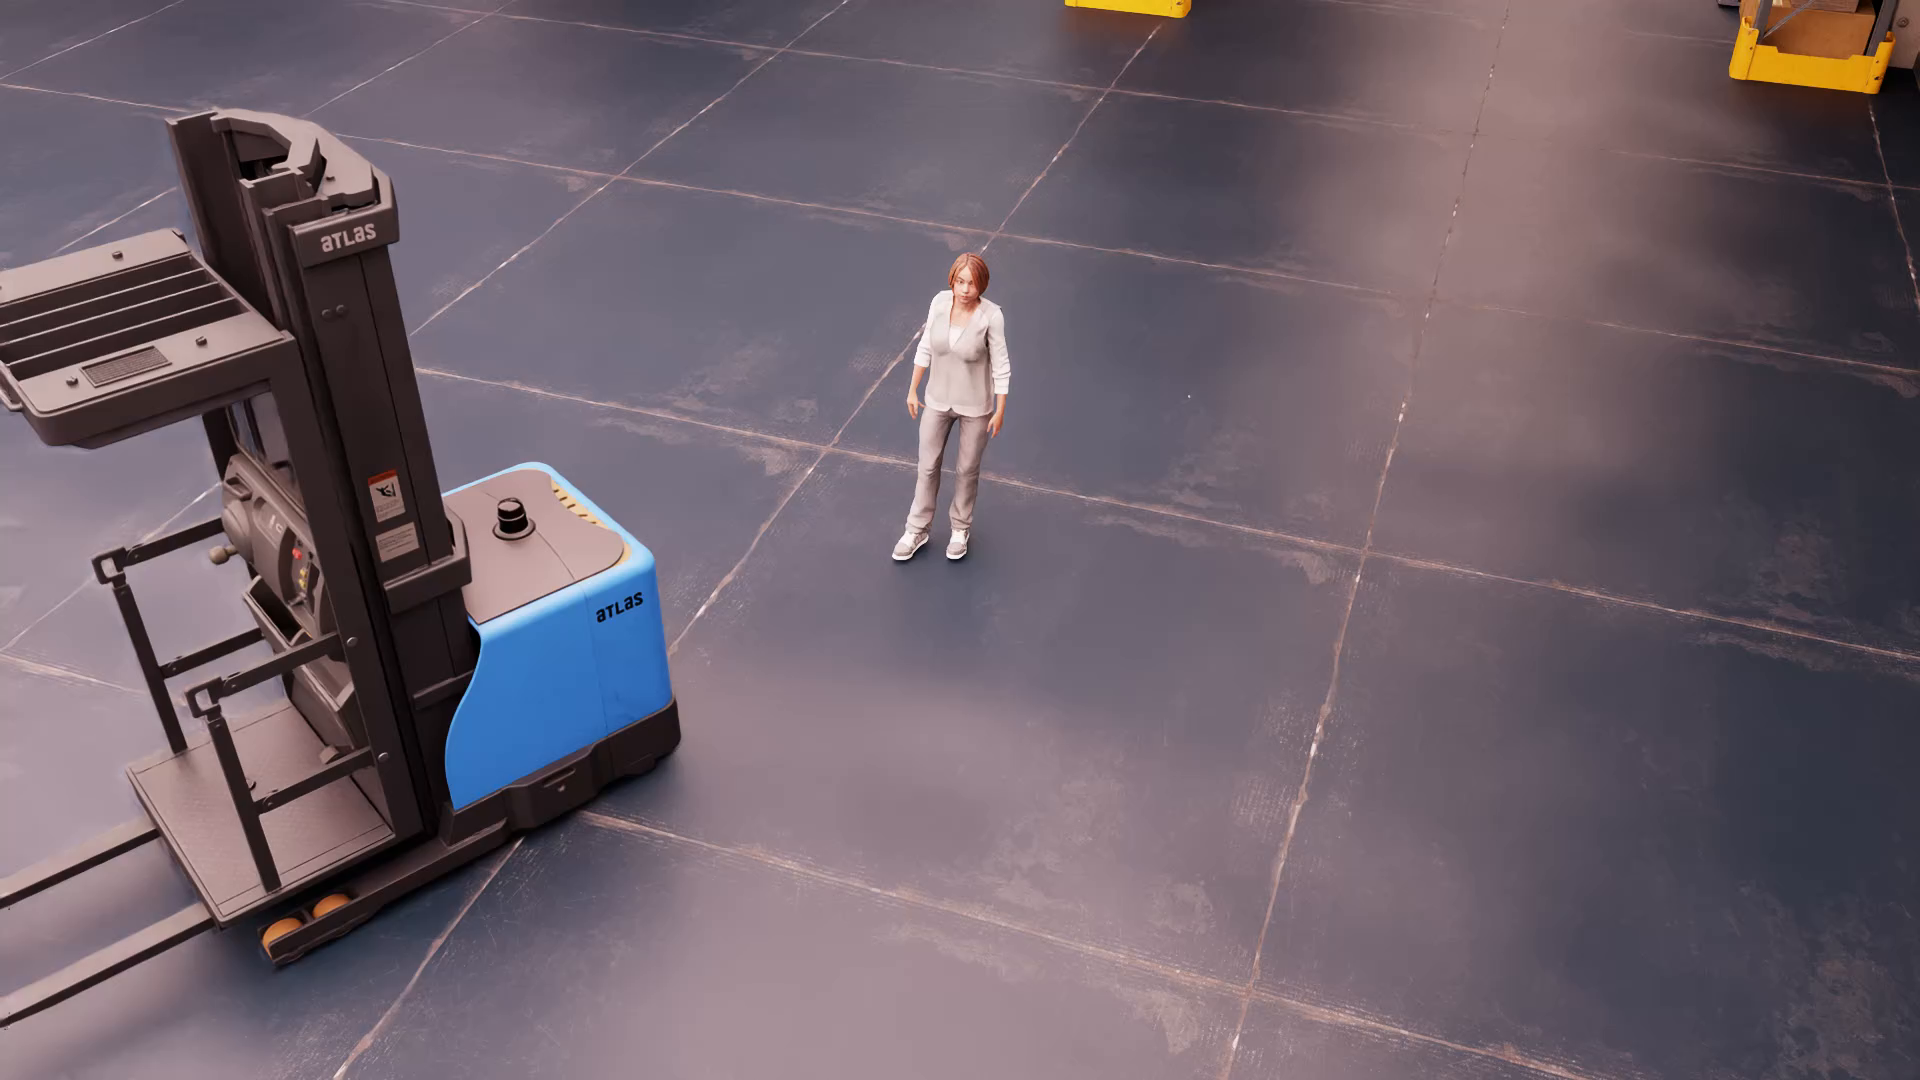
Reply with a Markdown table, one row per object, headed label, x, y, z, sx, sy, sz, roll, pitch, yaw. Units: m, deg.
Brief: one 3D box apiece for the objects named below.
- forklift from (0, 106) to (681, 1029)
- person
| label | x | y | z | sx | sy | sz | roll | pitch | yaw |
| --- | --- | --- | --- | --- | --- | --- | --- | --- | --- |
| forklift | -2.677 | 0.075 | 6.005 | 3.031 | 2.935 | 1.130 | -26 | 43 | -32 |
| person | -0.038 | -0.619 | 8.125 | 0.521 | 1.599 | 0.473 | 12 | 37 | 16 |
